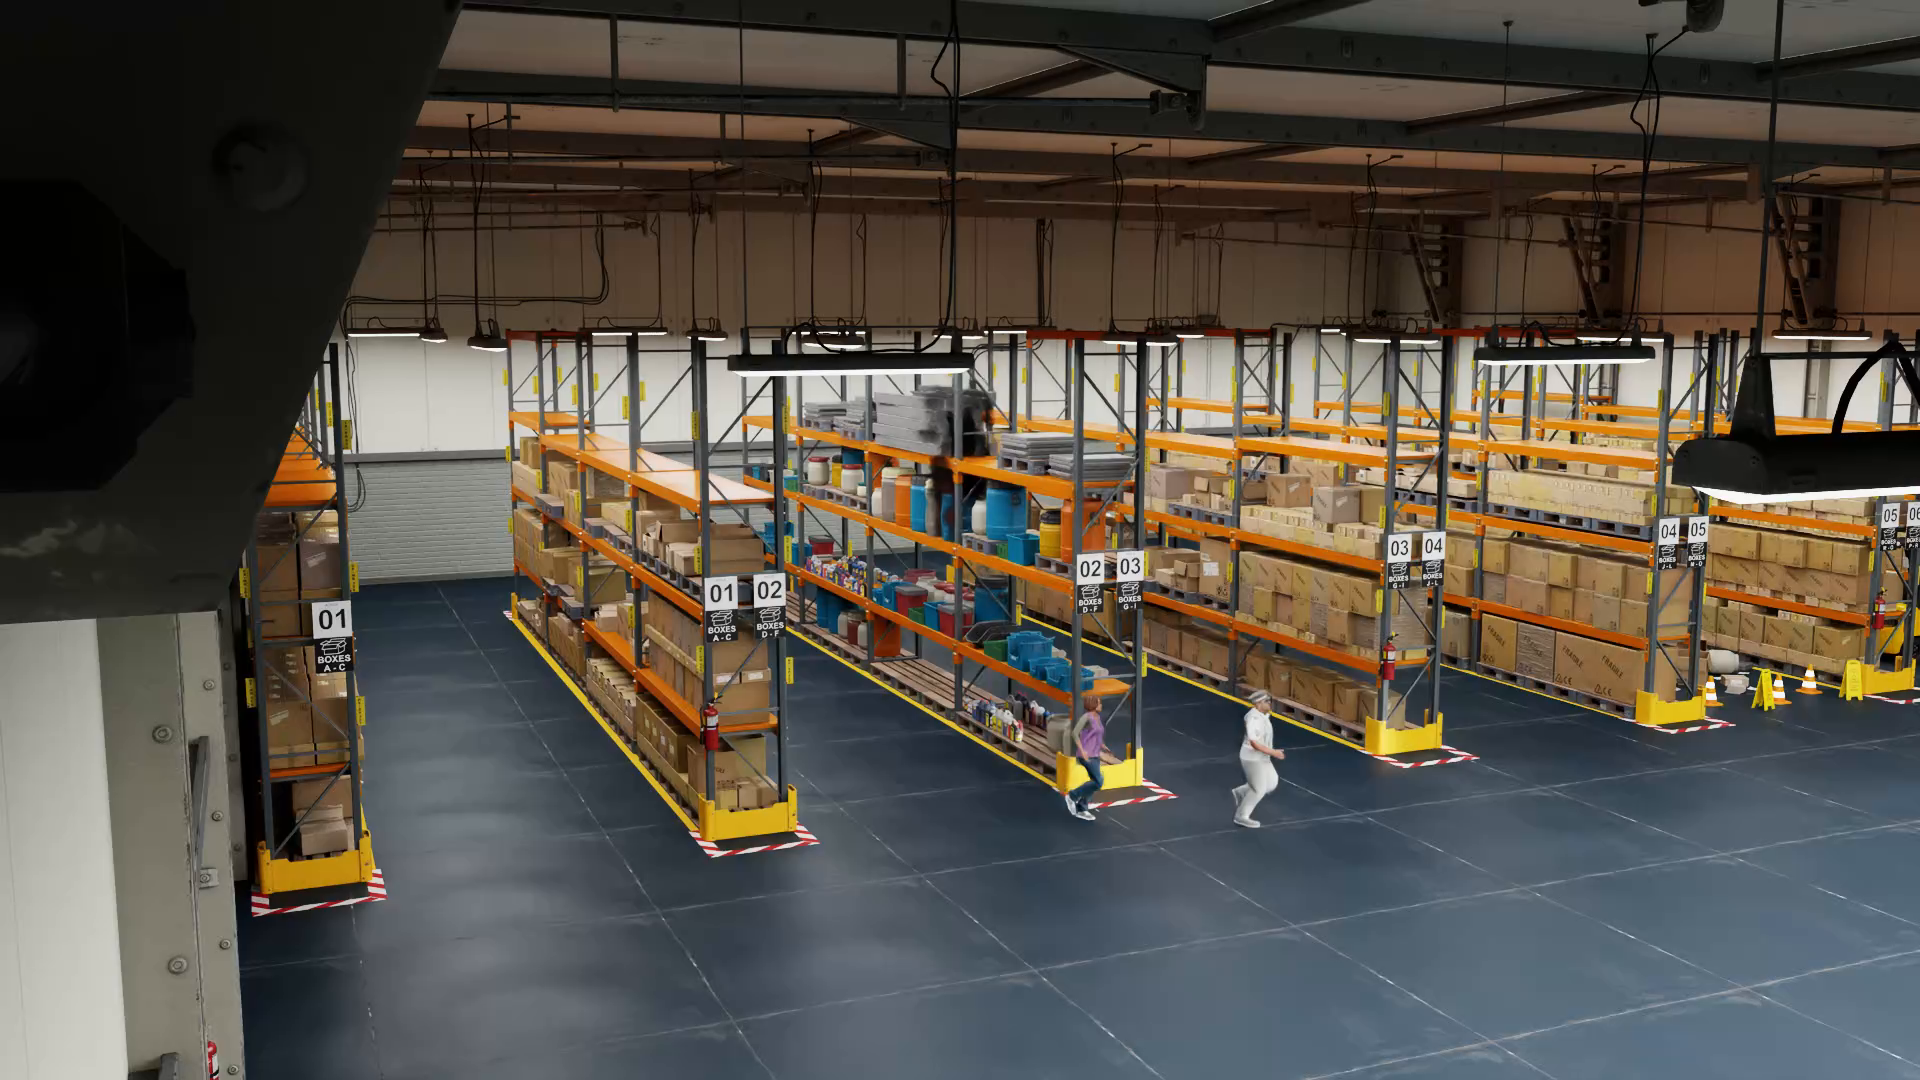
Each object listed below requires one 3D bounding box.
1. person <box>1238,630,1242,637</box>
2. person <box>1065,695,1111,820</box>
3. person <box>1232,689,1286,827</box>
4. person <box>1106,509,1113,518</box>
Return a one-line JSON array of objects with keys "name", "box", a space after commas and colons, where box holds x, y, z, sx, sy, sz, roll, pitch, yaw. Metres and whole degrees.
[{"name": "person", "box": [5.268, 1.250, 31.565, 0.602, 1.640, 0.546, -3, 8, -20]}, {"name": "person", "box": [1.641, 2.727, 20.983, 0.510, 1.540, 0.588, 3, 8, 22]}, {"name": "person", "box": [3.708, 2.684, 20.616, 0.664, 1.744, 0.684, 2, 8, 16]}, {"name": "person", "box": [3.418, -0.117, 41.222, 0.553, 1.694, 0.750, -3, 8, -22]}]
